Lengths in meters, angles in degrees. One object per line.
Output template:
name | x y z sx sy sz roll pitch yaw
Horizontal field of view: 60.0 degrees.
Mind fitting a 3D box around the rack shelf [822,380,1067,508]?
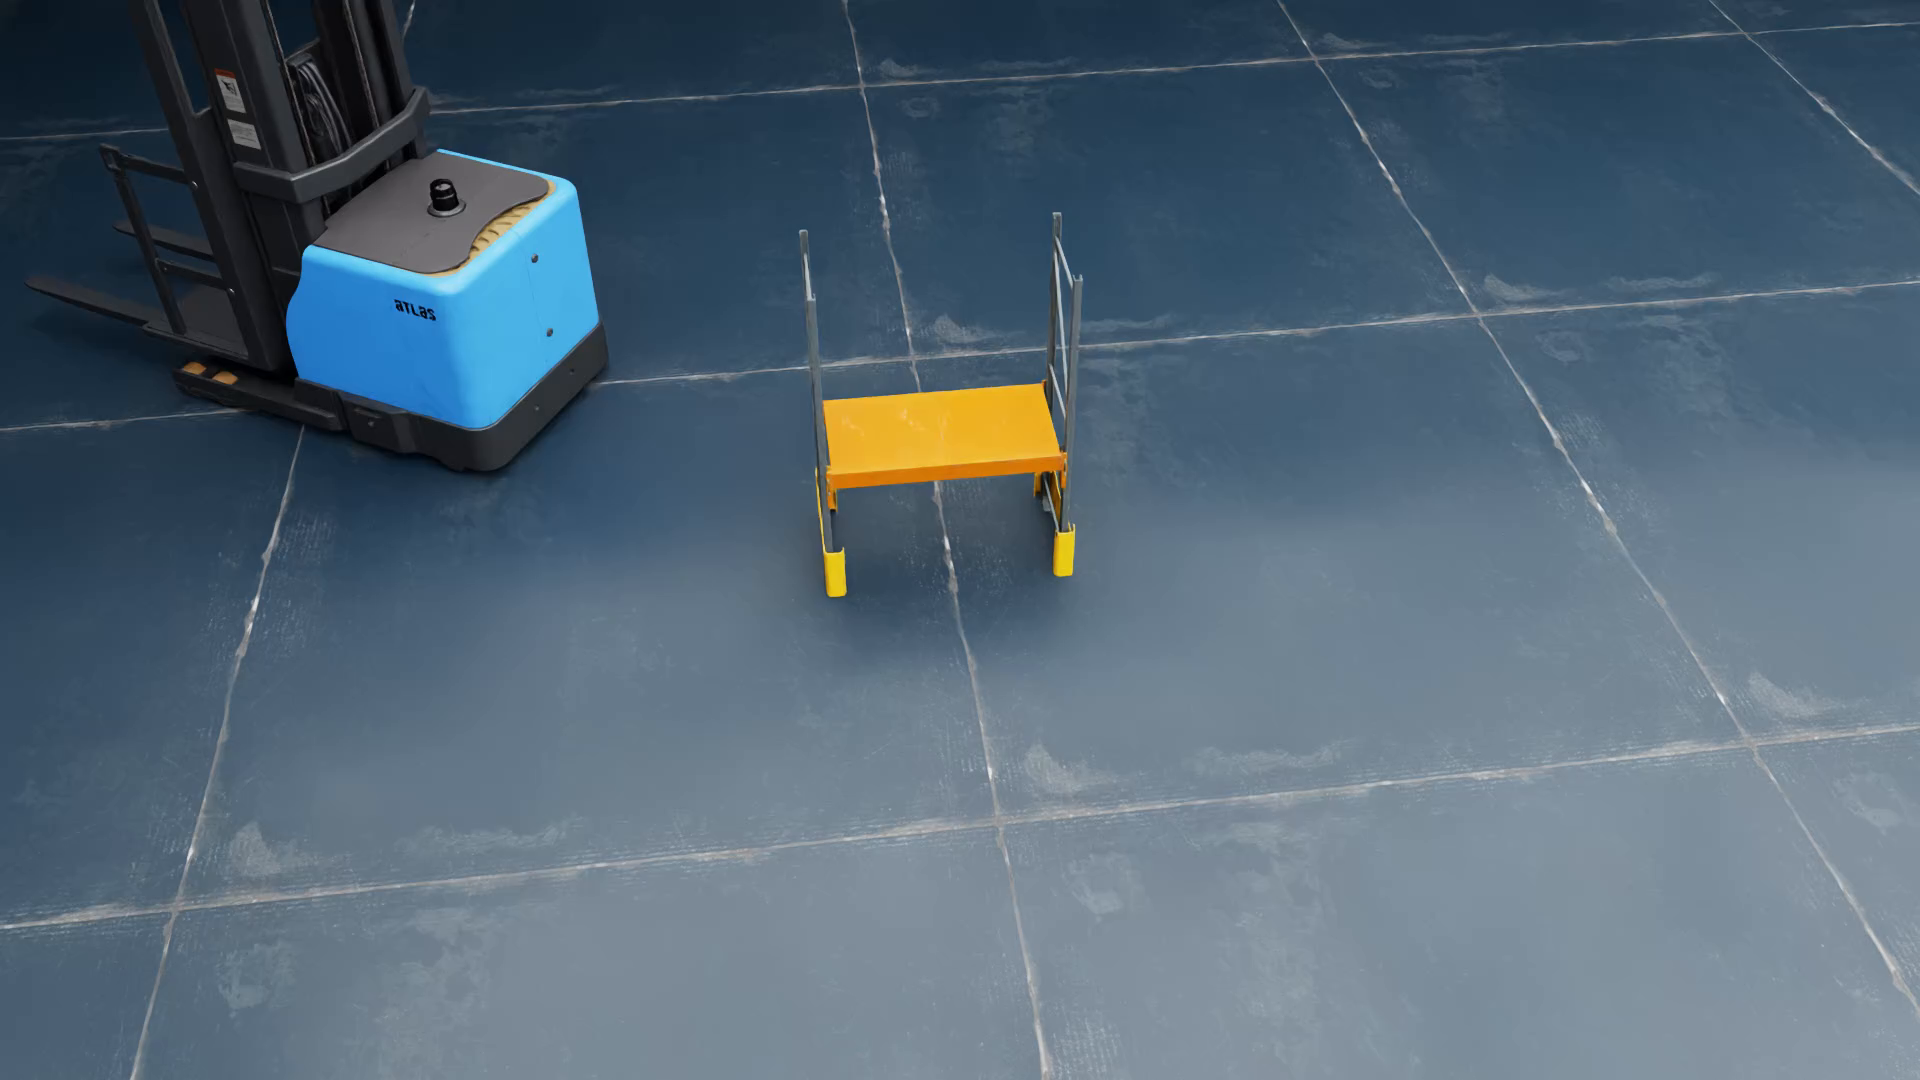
rack shelf | -0.085 -0.416 7.075 1.000 0.185 0.538 -5 42 -6

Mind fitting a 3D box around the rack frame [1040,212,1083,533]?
rack frame | 0.419 -0.594 7.004 0.032 1.500 0.500 -5 42 -6

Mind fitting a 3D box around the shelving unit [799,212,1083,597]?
shelving unit | -0.076 -0.550 6.955 1.083 1.500 0.587 -5 42 -6

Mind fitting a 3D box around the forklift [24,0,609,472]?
forklift | -3.329 -2.058 7.558 3.031 2.935 1.130 16 45 17

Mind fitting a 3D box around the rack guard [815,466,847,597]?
rack guard | -0.569 -0.043 7.326 0.087 0.250 0.587 -5 42 -6

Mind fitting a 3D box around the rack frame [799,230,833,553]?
rack frame | -0.589 -0.505 6.906 0.032 1.500 0.500 -5 42 -6

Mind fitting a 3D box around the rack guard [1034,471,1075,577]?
rack guard | 0.418 -0.129 7.422 0.087 0.250 0.587 -5 42 -6
